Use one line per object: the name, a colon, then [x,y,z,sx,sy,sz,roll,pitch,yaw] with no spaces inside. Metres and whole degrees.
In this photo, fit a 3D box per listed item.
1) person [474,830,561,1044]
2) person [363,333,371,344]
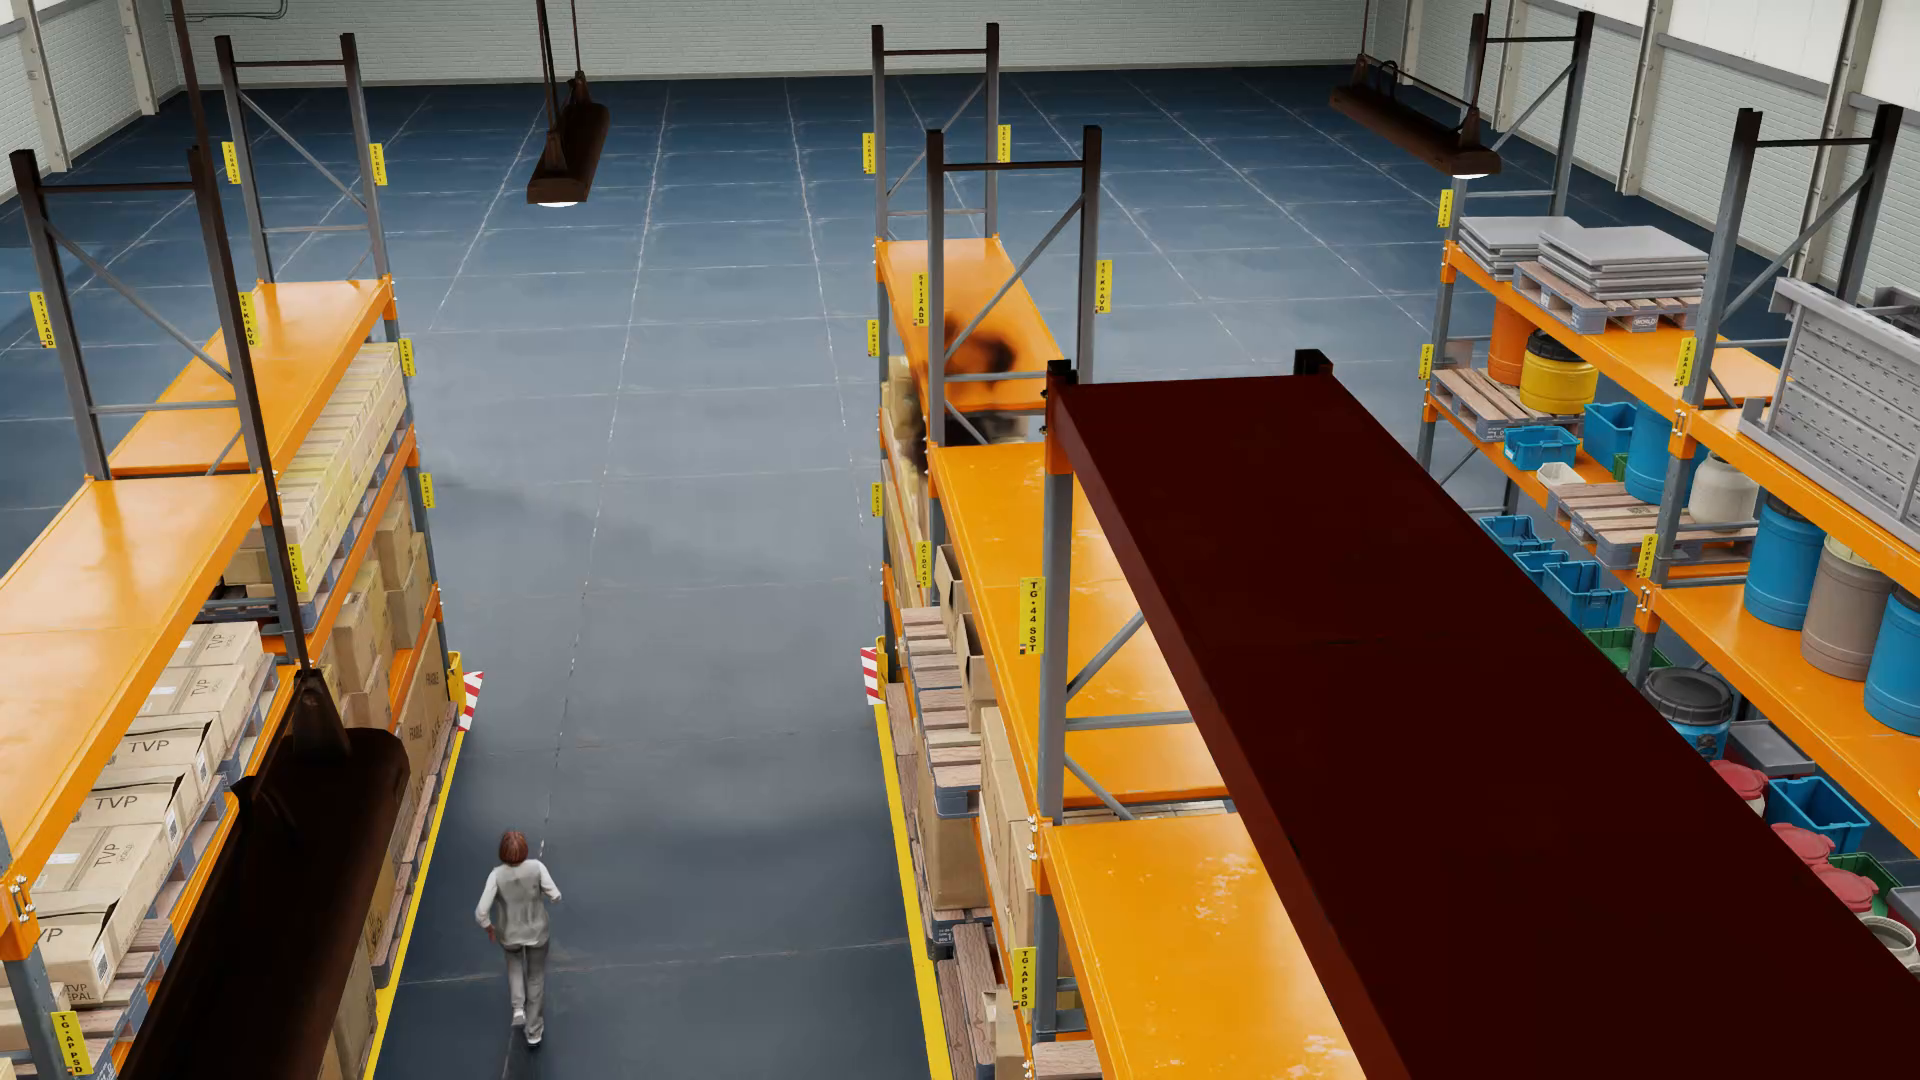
person: [-2.934,2.613,11.183,0.541,1.568,0.604,-5,26,-10]
person: [-7.164,-1.759,20.210,0.714,1.648,0.556,13,28,25]
